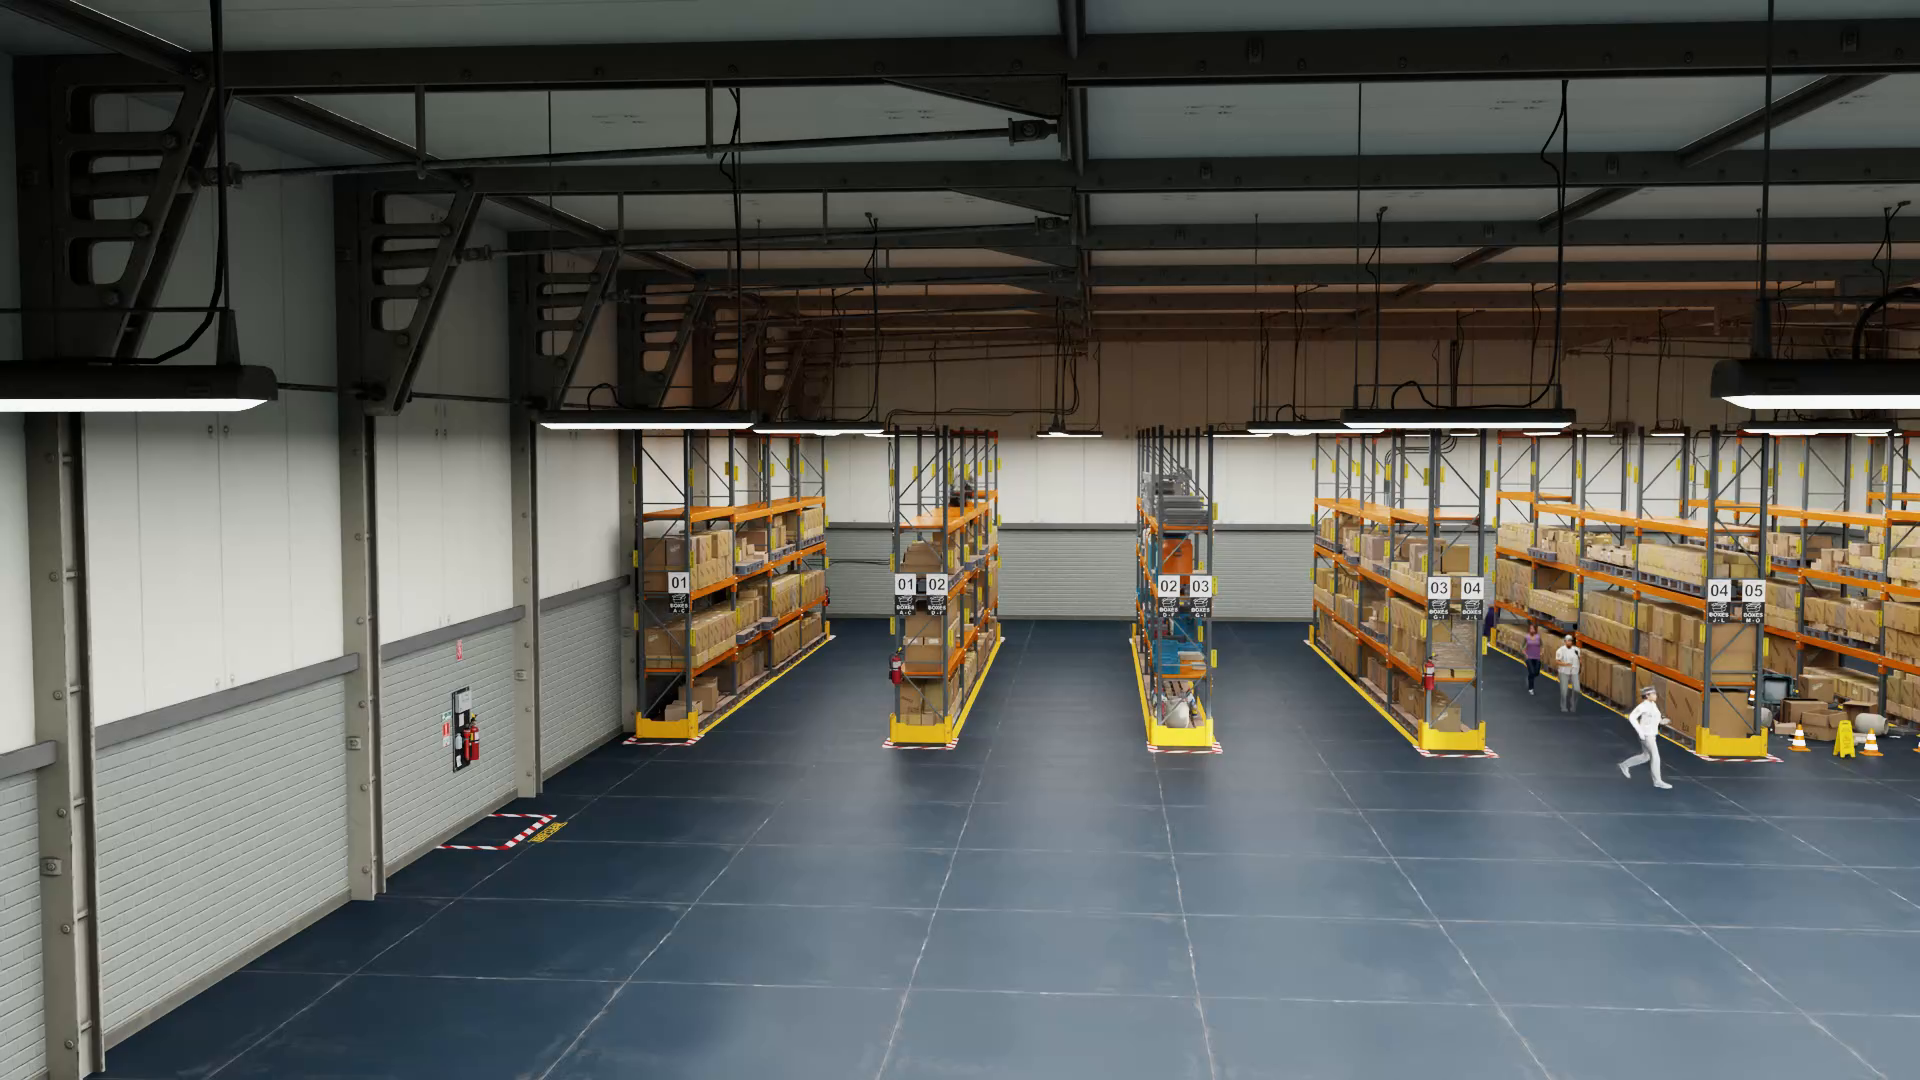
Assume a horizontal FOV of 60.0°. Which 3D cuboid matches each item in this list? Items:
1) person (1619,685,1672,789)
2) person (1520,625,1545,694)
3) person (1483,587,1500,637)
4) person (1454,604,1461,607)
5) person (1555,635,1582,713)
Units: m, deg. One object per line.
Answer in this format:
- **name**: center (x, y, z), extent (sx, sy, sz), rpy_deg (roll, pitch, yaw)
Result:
- **person**: center (11.300, 3.216, 27.424), extent (0.879, 1.674, 0.614), rpy_deg (3, 5, 41)
- **person**: center (12.954, 2.694, 37.657), extent (0.542, 1.565, 0.555), rpy_deg (1, 3, 9)
- **person**: center (15.232, 2.073, 47.623), extent (0.743, 1.610, 0.748), rpy_deg (1, 4, 21)
- **person**: center (13.587, 2.204, 44.879), extent (0.595, 1.680, 0.803), rpy_deg (1, 3, 10)
- **person**: center (12.749, 2.805, 34.770), extent (0.584, 1.640, 0.639), rpy_deg (0, 3, 7)
